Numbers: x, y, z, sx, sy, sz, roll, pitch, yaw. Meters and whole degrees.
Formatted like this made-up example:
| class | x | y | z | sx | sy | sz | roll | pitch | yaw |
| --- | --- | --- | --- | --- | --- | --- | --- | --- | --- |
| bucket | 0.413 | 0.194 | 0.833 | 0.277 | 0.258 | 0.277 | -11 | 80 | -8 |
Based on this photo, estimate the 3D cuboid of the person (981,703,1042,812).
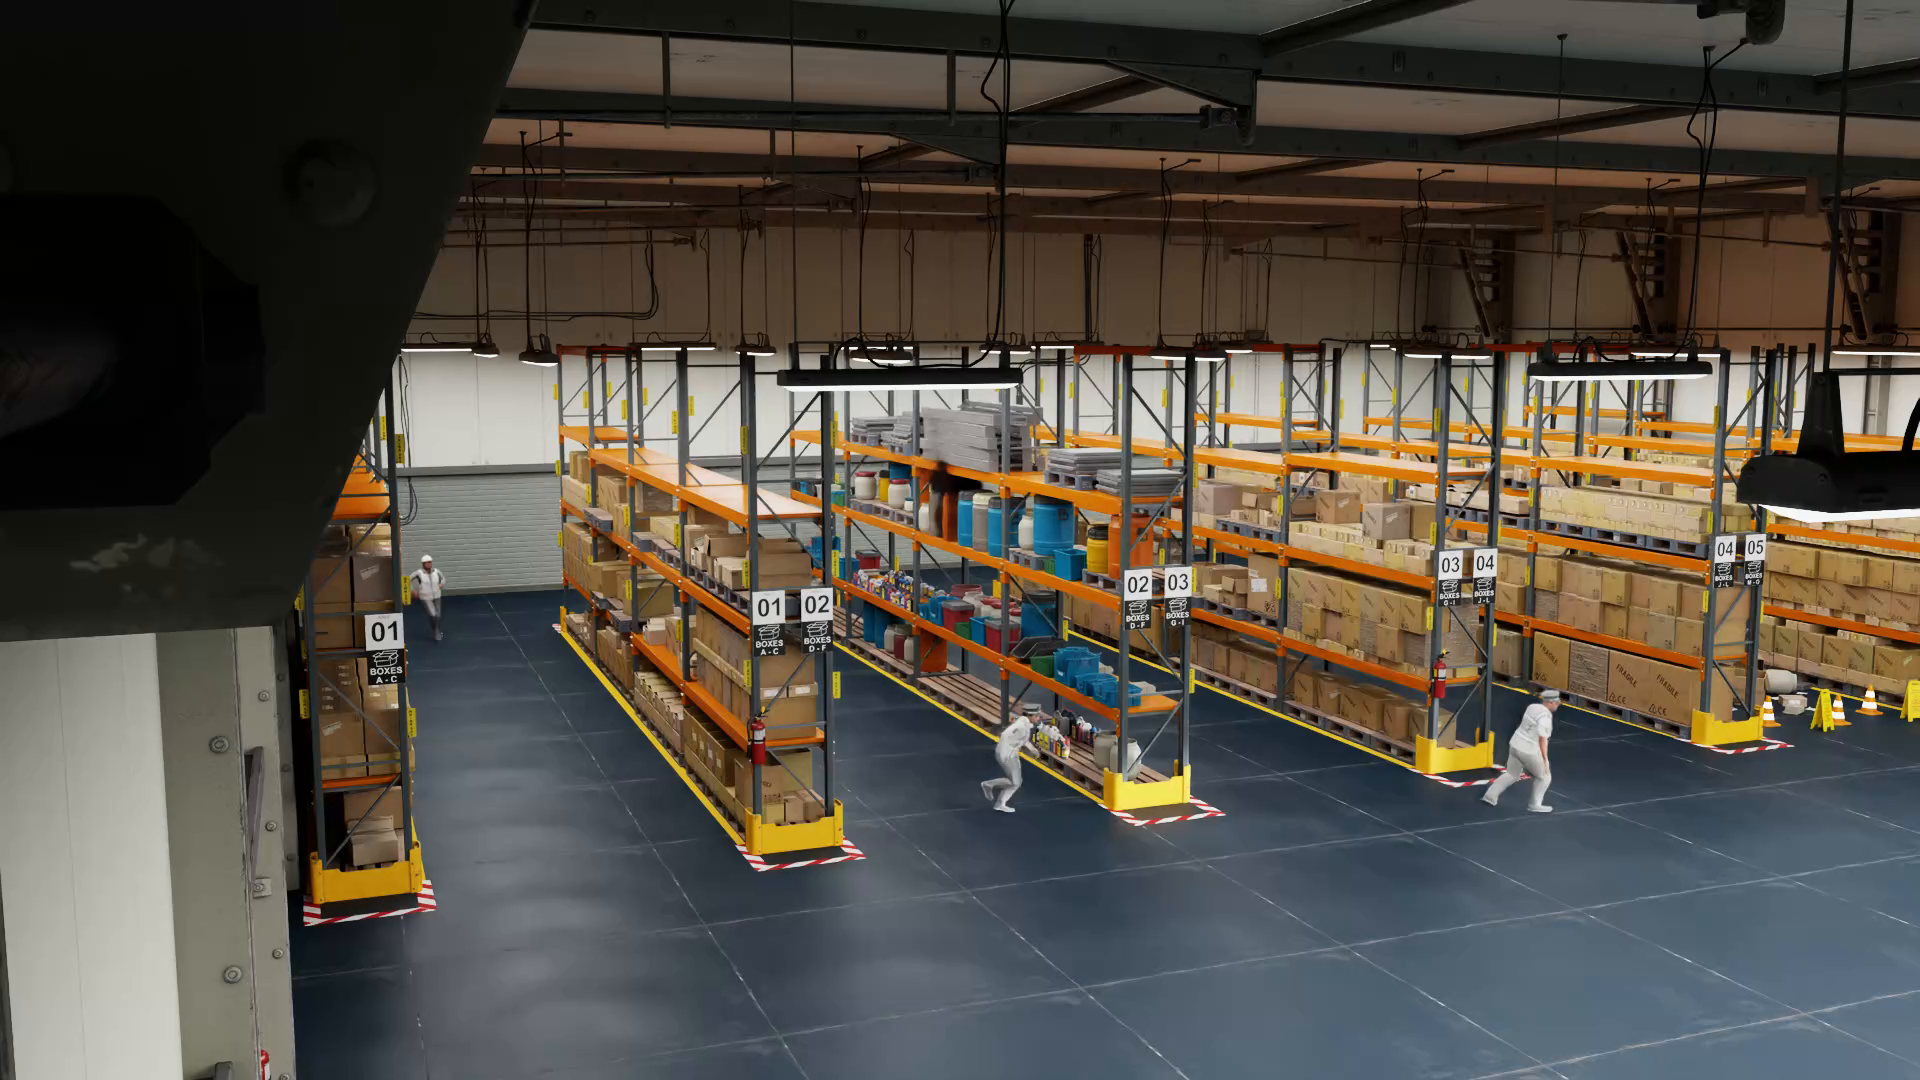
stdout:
| class | x | y | z | sx | sy | sz | roll | pitch | yaw |
| --- | --- | --- | --- | --- | --- | --- | --- | --- | --- |
| person | 0.665 | 2.858 | 21.753 | 0.822 | 1.485 | 0.636 | 2 | 8 | 18 |

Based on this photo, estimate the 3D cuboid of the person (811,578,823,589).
| class | x | y | z | sx | sy | sz | roll | pitch | yaw |
| --- | --- | --- | --- | --- | --- | --- | --- | --- | --- |
| person | -3.321 | 0.548 | 39.204 | 0.620 | 1.667 | 0.863 | 1 | 7 | 5 |

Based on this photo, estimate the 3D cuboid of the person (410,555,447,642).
| class | x | y | z | sx | sy | sz | roll | pitch | yaw |
| --- | --- | --- | --- | --- | --- | --- | --- | --- | --- |
| person | -10.765 | 1.192 | 33.703 | 0.751 | 1.793 | 0.676 | -6 | 10 | -41 |

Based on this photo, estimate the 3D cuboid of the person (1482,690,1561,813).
| class | x | y | z | sx | sy | sz | roll | pitch | yaw |
| --- | --- | --- | --- | --- | --- | --- | --- | --- | --- |
| person | 7.365 | 2.765 | 21.797 | 0.886 | 1.630 | 0.663 | 0 | 7 | -3 |
